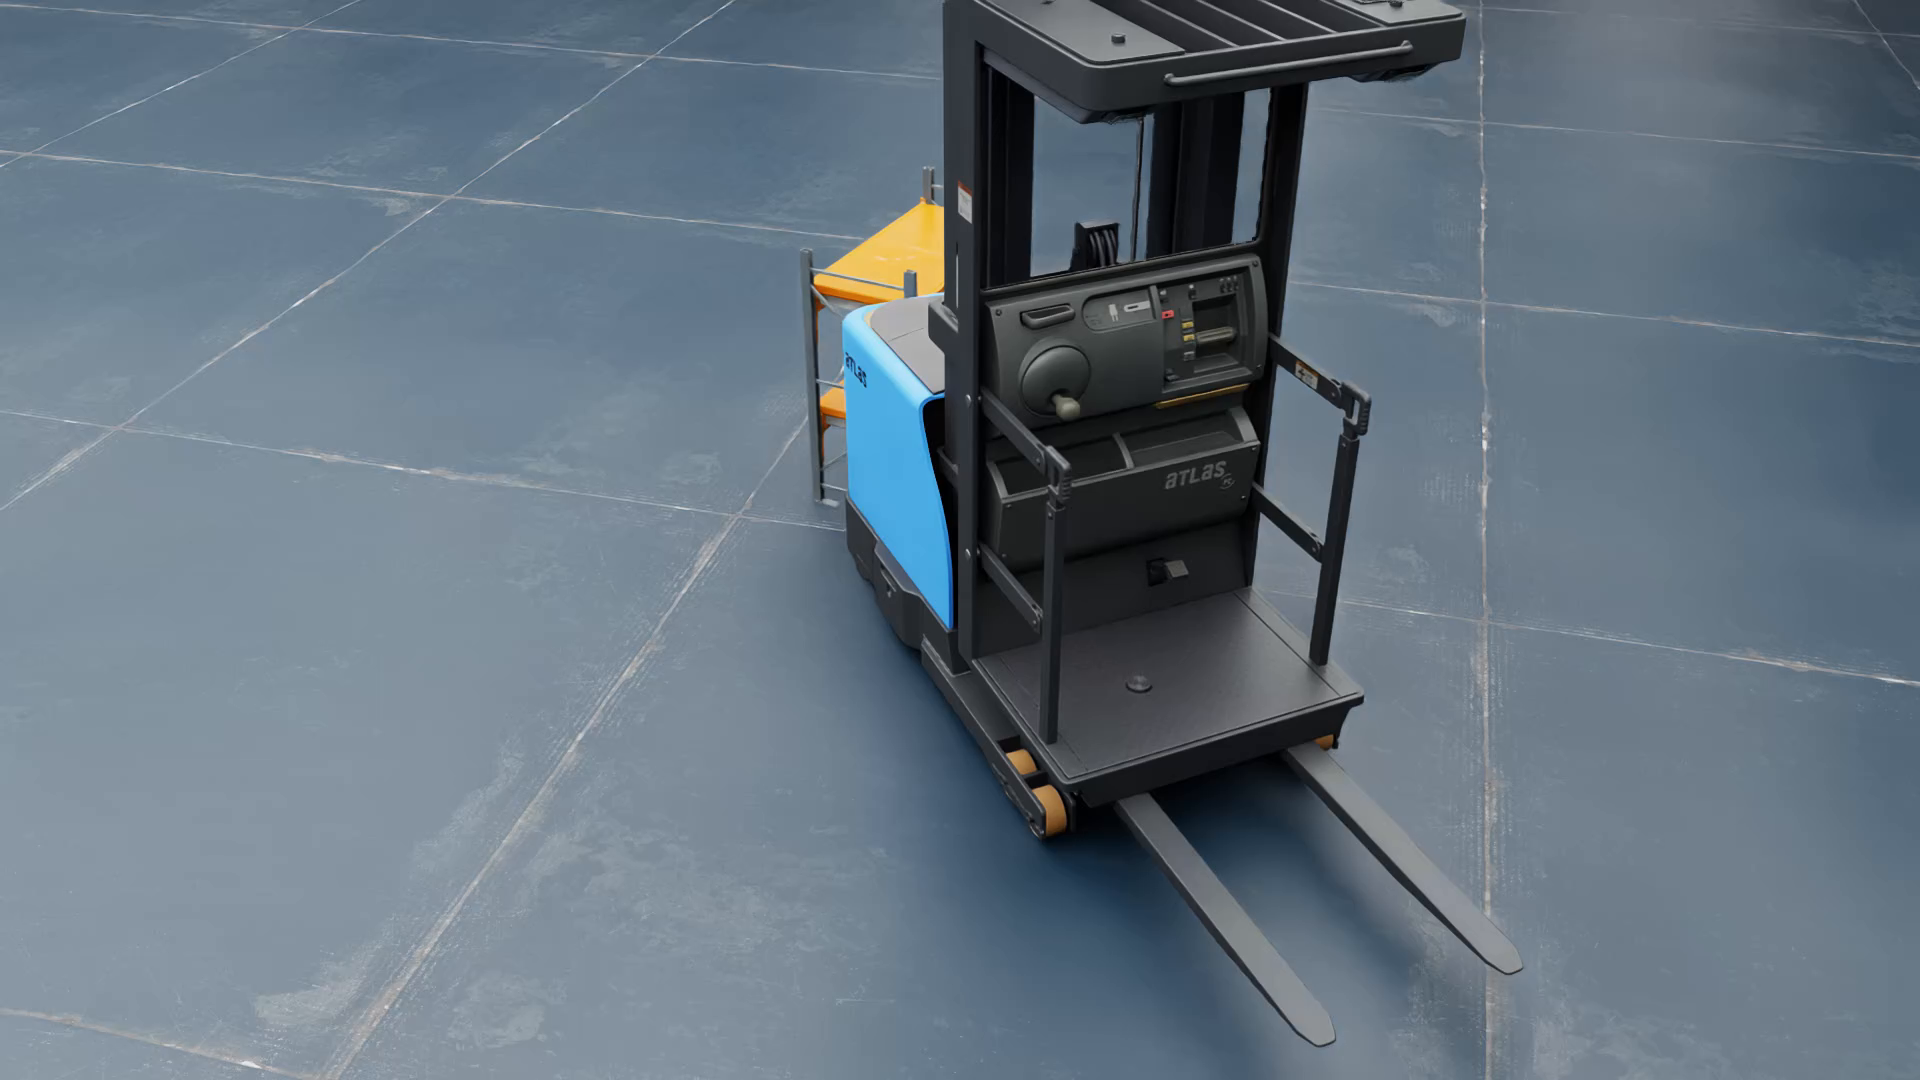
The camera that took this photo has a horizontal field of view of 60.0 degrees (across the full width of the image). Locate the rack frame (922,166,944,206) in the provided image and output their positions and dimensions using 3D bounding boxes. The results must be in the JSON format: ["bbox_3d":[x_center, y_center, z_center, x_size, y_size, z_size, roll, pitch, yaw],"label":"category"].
[{"bbox_3d":[0.067,-1.075,7.393,0.500,1.125,0.032,15,35,22],"label":"rack frame"}]

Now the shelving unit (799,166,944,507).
[{"bbox_3d":[-0.162,-0.832,7.010,0.538,1.125,1.048,15,35,22],"label":"shelving unit"}]

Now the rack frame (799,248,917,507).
[{"bbox_3d":[-0.391,-0.588,6.627,0.500,1.125,0.032,15,35,22],"label":"rack frame"}]

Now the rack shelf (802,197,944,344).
[{"bbox_3d":[-0.162,-1.079,6.853,0.538,0.278,1.000,15,35,22],"label":"rack shelf"}]

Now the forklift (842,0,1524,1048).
[{"bbox_3d":[0.613,-0.558,4.896,1.130,2.935,3.031,-13,35,-20],"label":"forklift"}]

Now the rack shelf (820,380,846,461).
[{"bbox_3d":[-0.162,-0.625,7.141,0.538,0.278,1.000,15,35,22],"label":"rack shelf"}]
